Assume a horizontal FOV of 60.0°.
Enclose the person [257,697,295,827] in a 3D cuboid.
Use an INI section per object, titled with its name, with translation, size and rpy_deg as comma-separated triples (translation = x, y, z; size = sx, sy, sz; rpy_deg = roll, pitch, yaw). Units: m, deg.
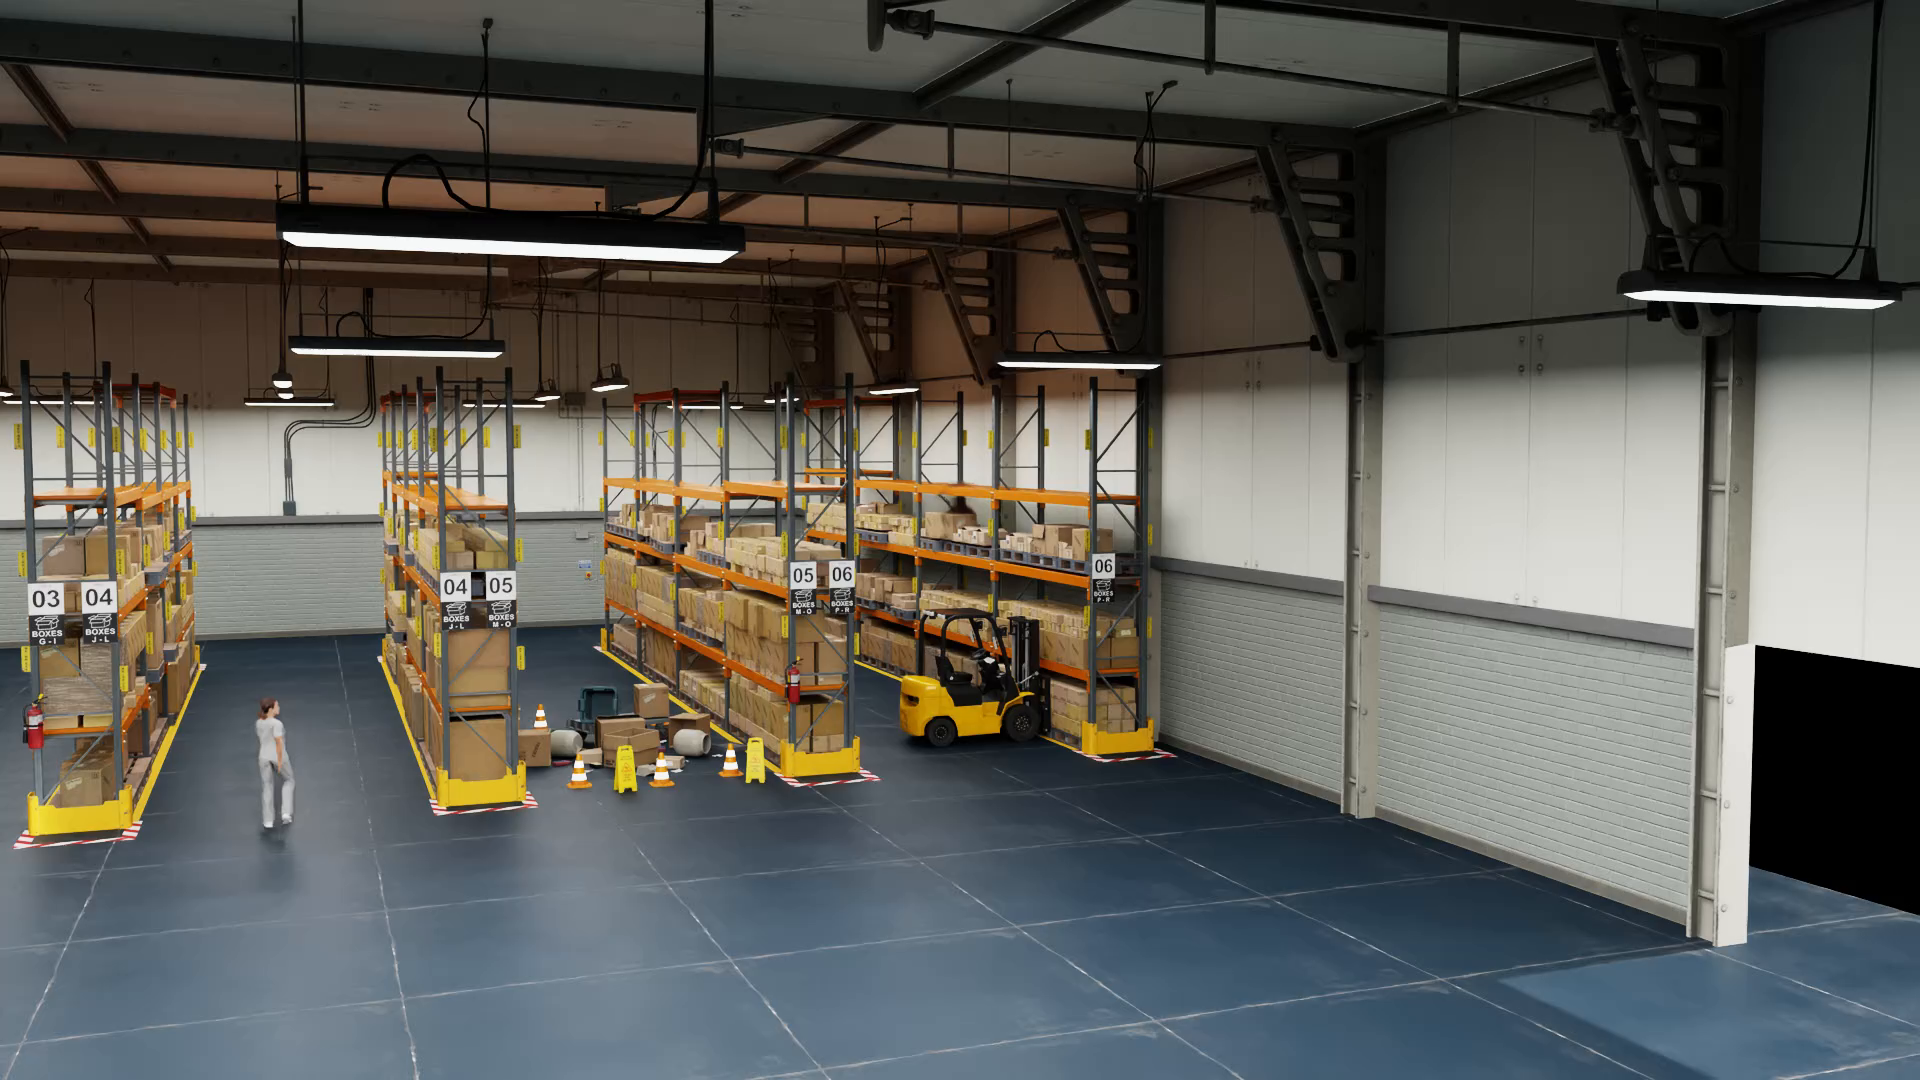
[person]
translation = -8.884, 2.885, 21.516
size = 0.419, 1.717, 0.552
rpy_deg = 0, 3, -5
